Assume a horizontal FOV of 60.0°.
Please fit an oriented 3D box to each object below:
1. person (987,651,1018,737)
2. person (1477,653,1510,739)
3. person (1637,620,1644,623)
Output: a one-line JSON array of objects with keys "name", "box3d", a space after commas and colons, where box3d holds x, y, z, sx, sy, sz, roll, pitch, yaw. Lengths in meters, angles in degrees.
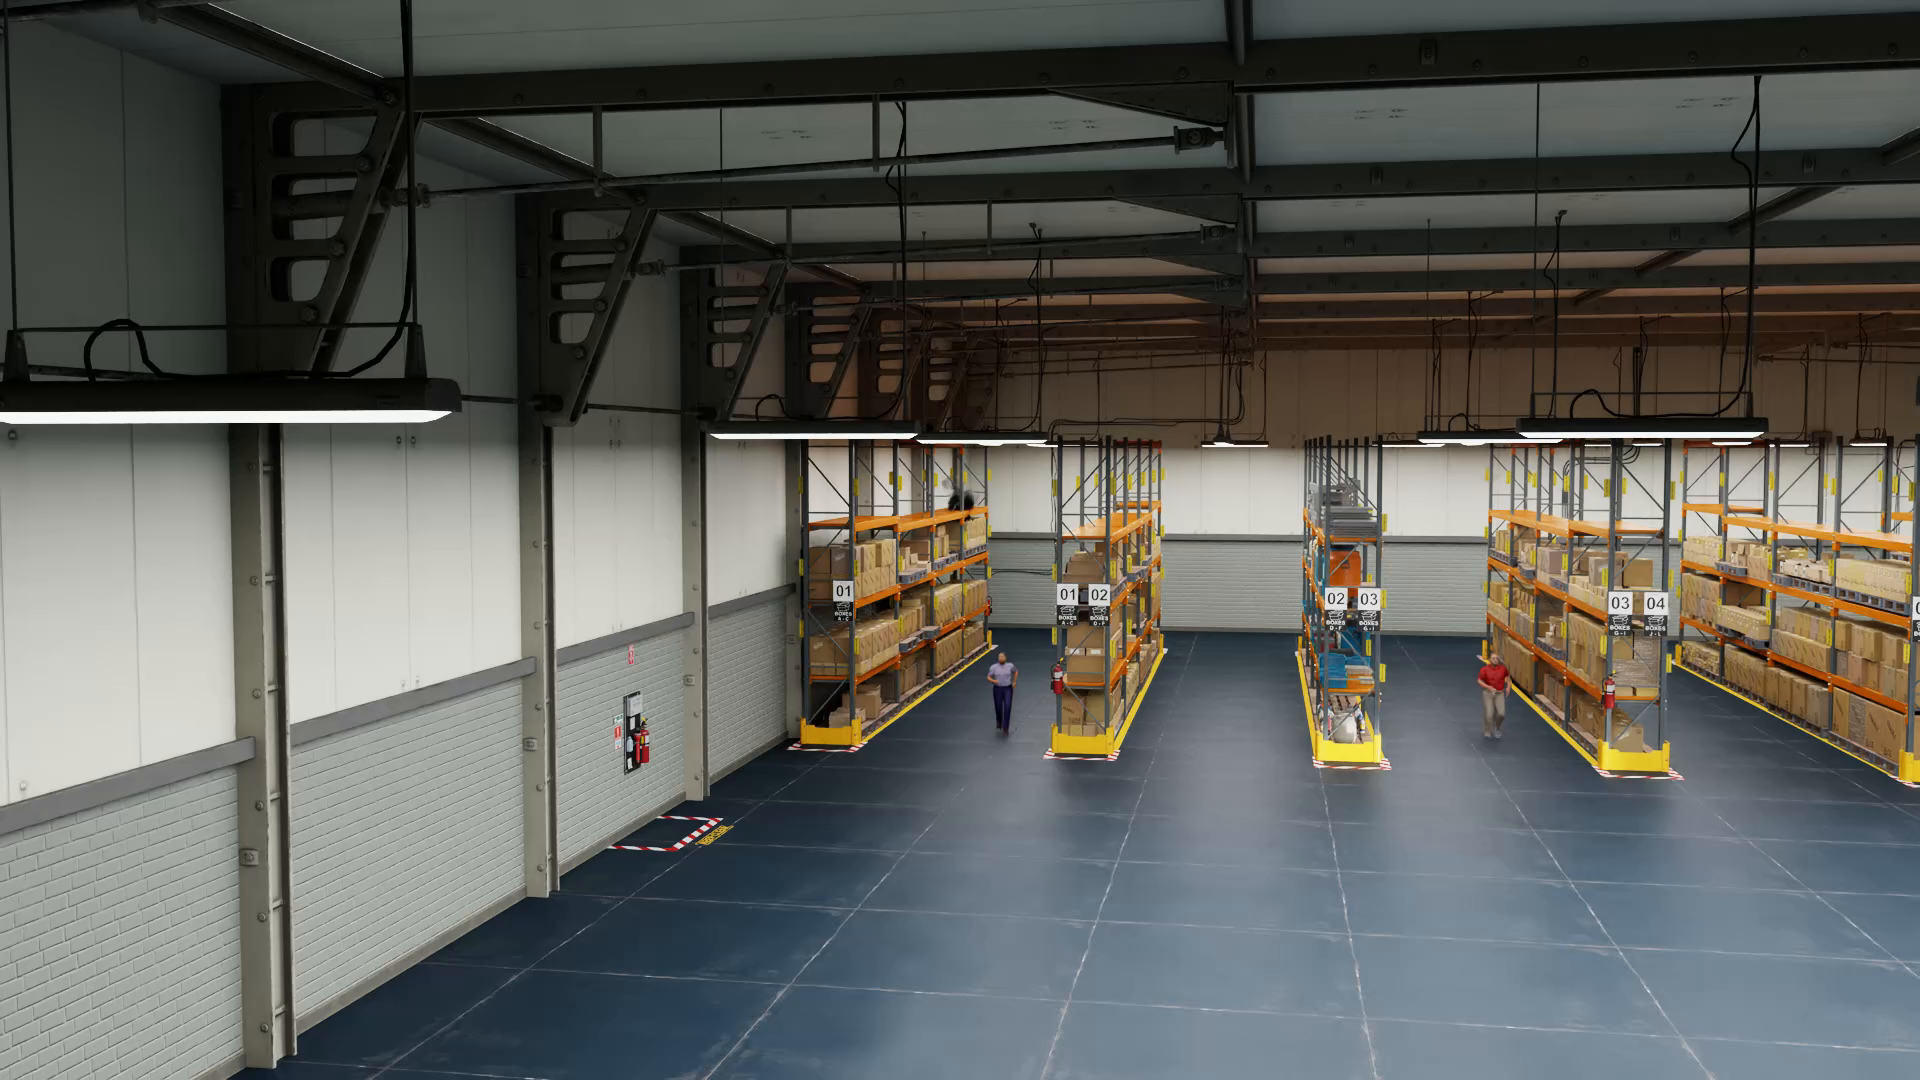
[{"name": "person", "box3d": [0.854, 3.087, 33.588, 0.614, 1.679, 0.898, 0, 3, 4]}, {"name": "person", "box3d": [10.580, 3.102, 32.866, 0.689, 1.727, 0.666, 0, 3, 3]}, {"name": "person", "box3d": [17.953, 2.484, 44.510, 0.761, 1.666, 0.596, 1, 3, 24]}]
